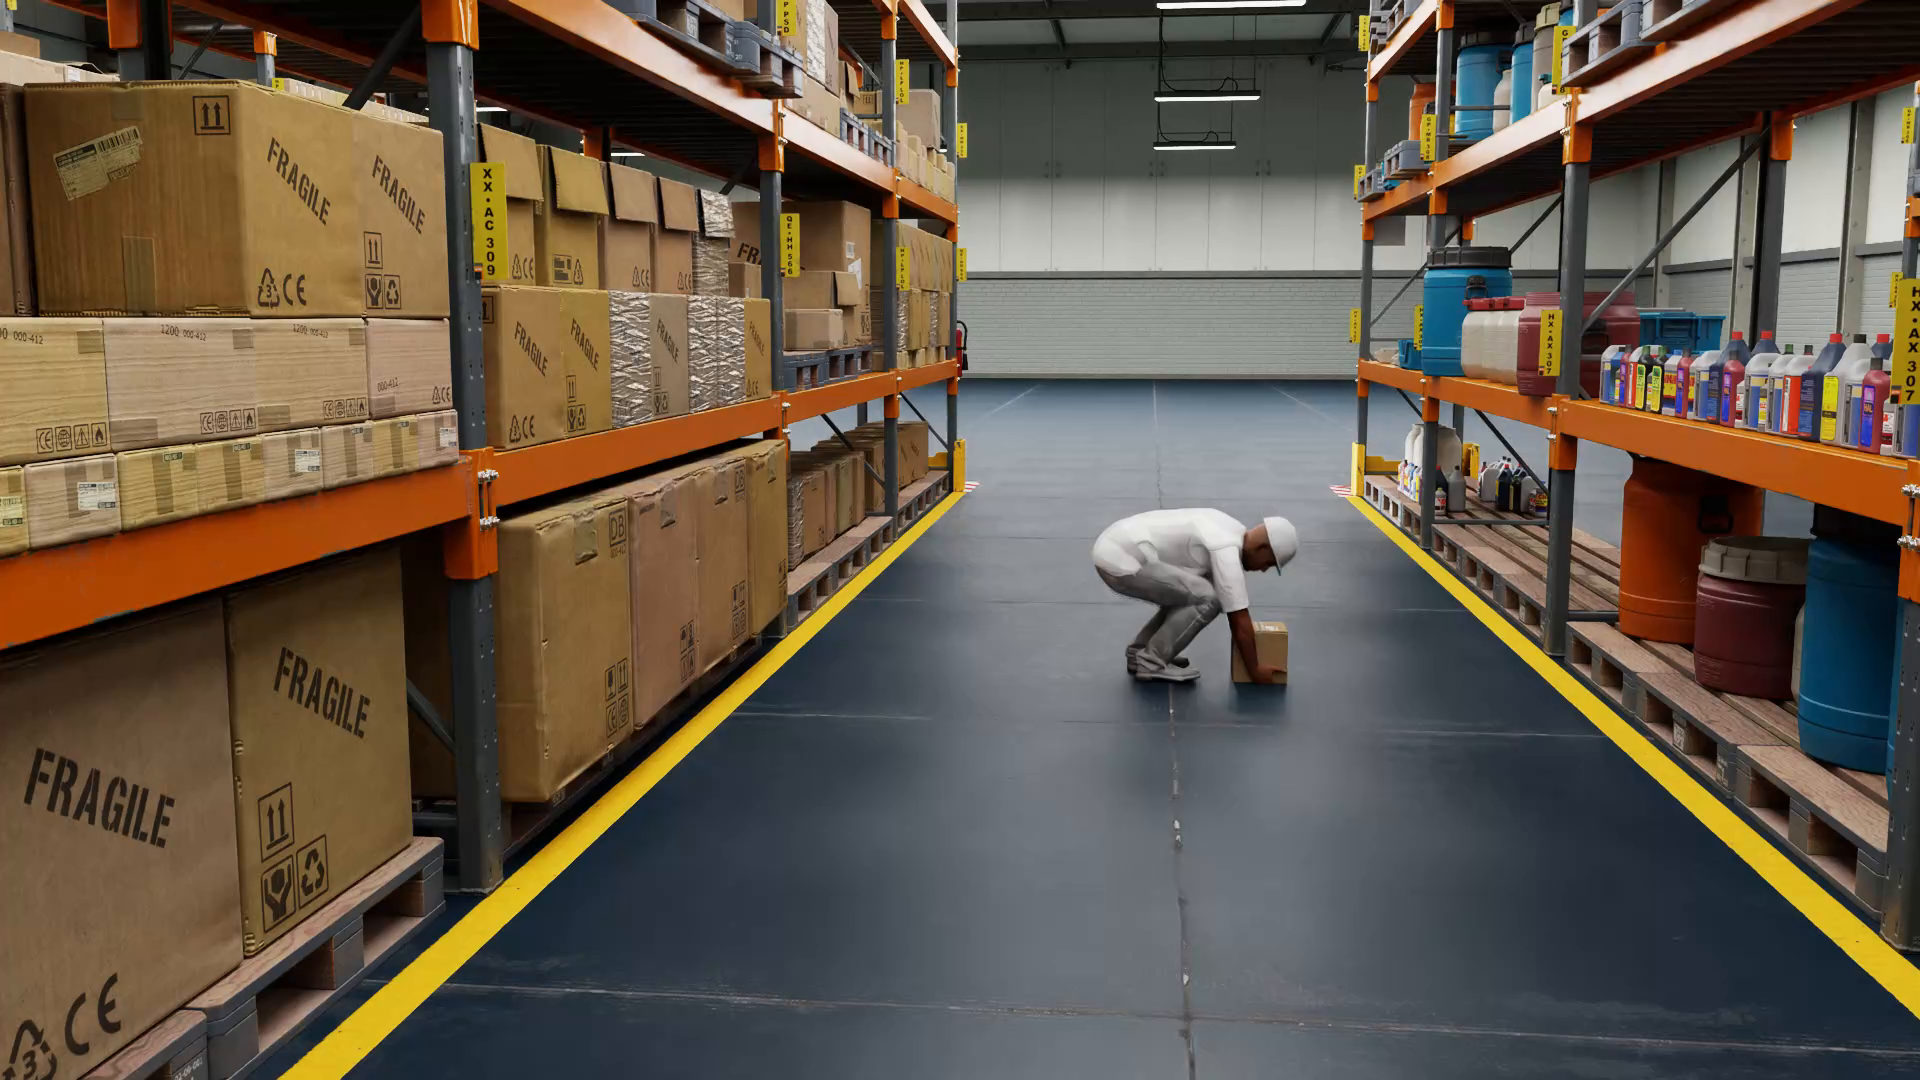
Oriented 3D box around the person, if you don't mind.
[{"bbox_3d":[1.116,0.261,7.952,0.977,0.828,0.518,1,8,4],"label":"person"}]
